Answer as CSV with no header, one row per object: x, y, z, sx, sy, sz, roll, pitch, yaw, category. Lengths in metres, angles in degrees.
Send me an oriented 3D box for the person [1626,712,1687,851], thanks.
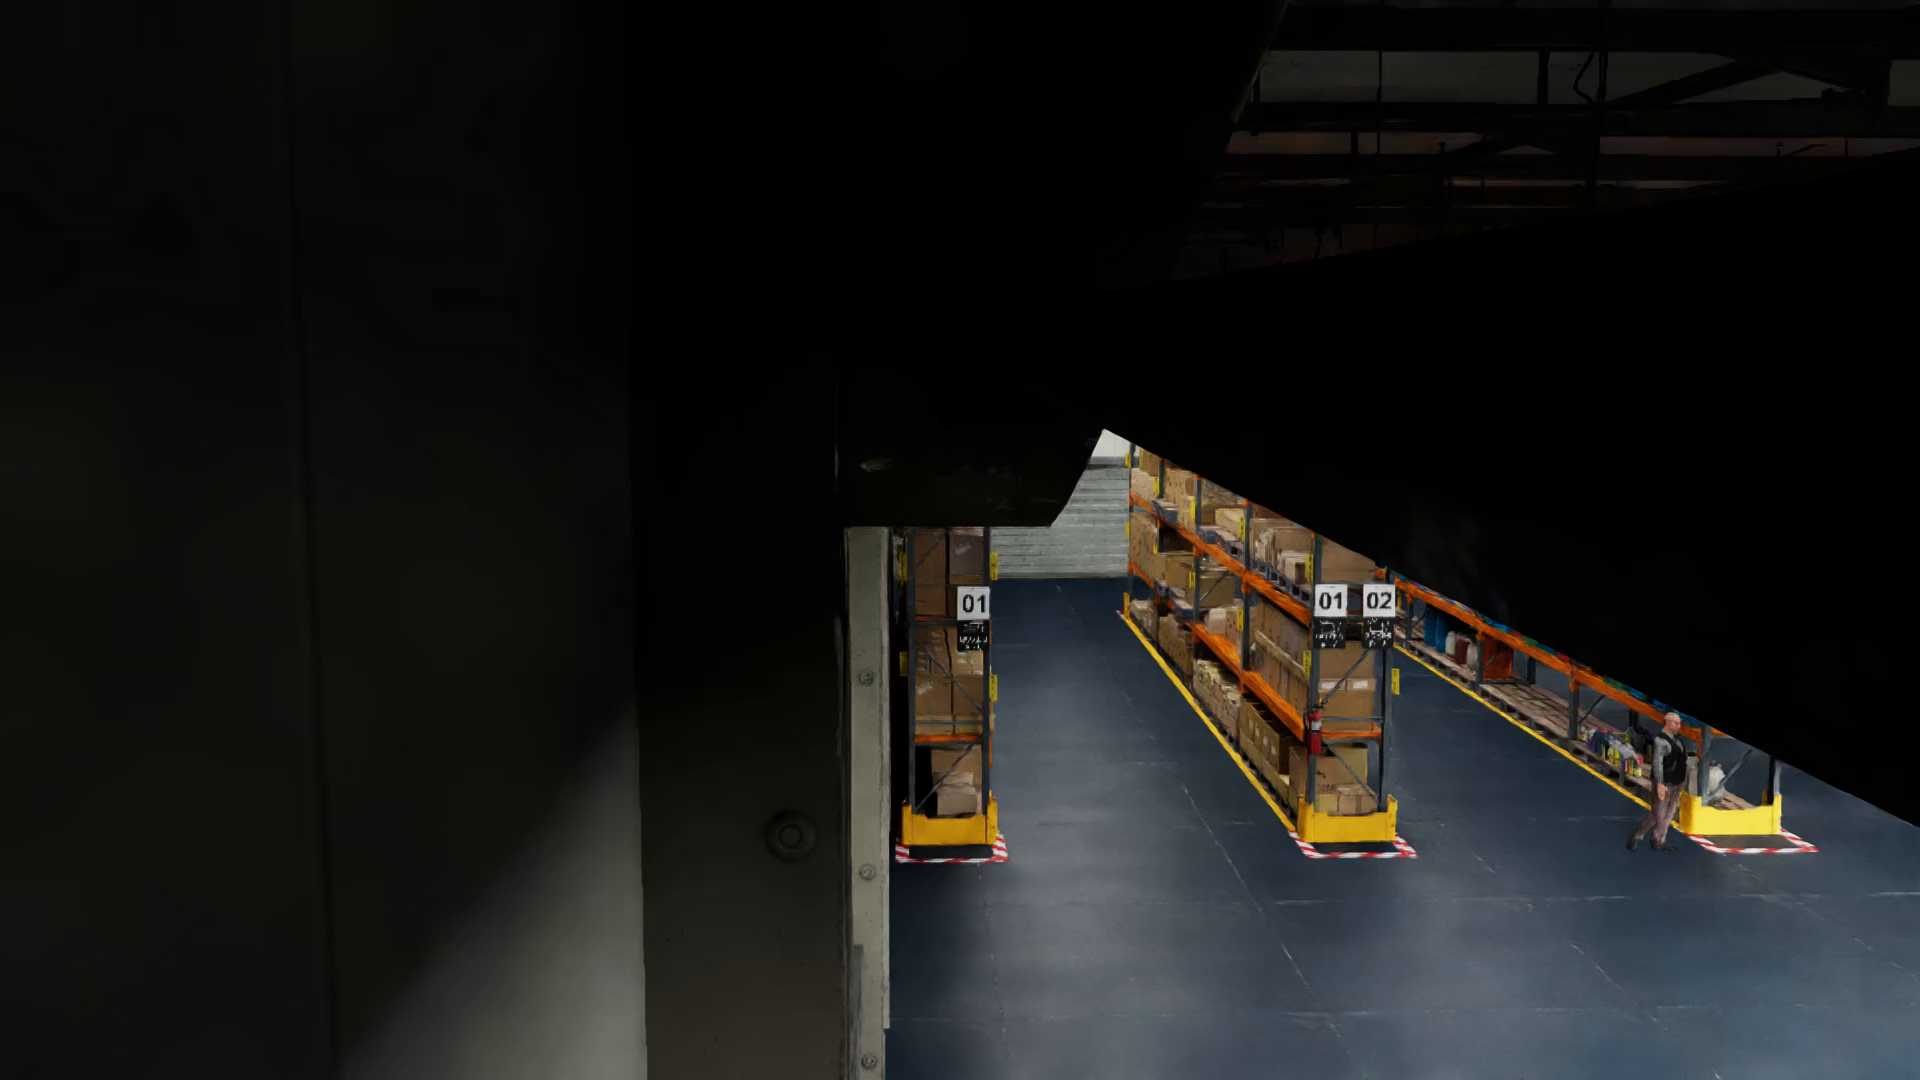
8.411,2.922,20.058,0.722,1.713,0.518,-7,10,-42,person
